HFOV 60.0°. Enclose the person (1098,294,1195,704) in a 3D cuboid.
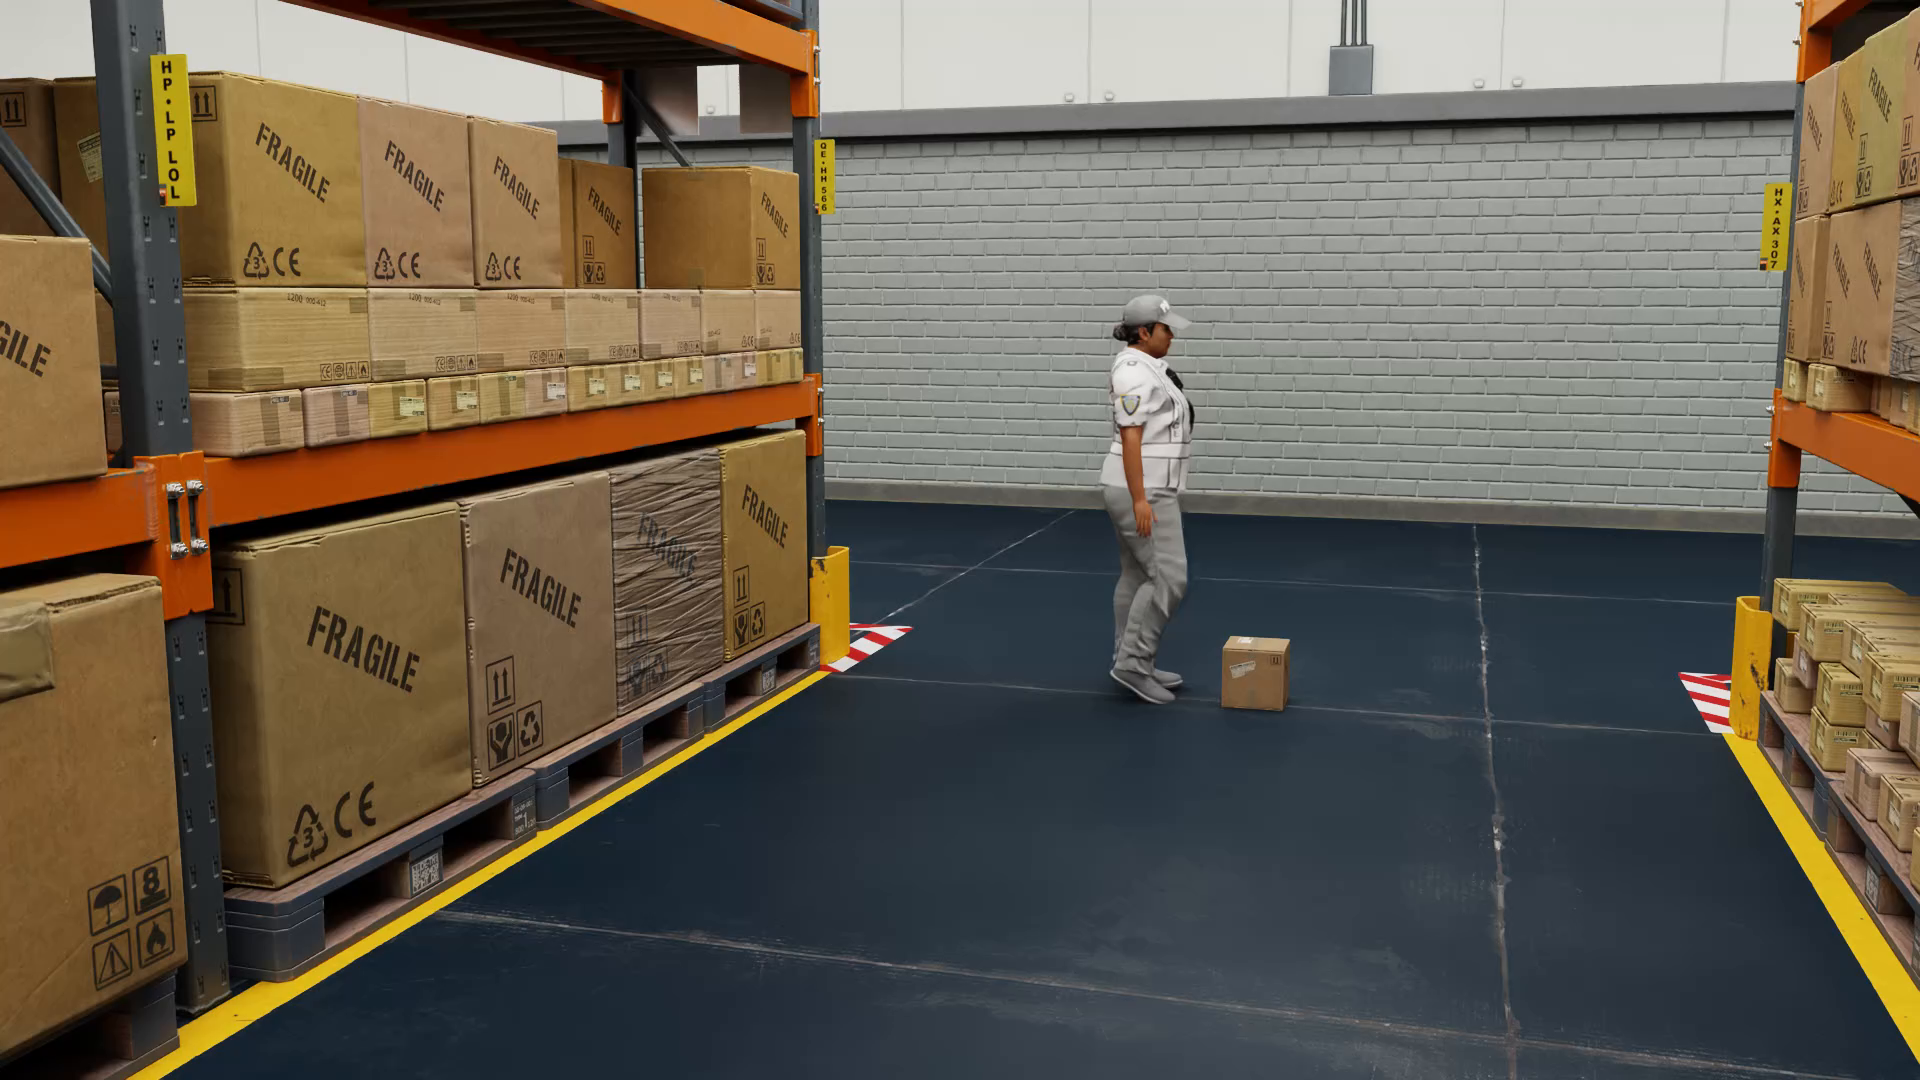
[{"bbox_3d":[0.773,-0.166,6.944,0.386,1.704,0.513,2,9,10],"label":"person"}]
